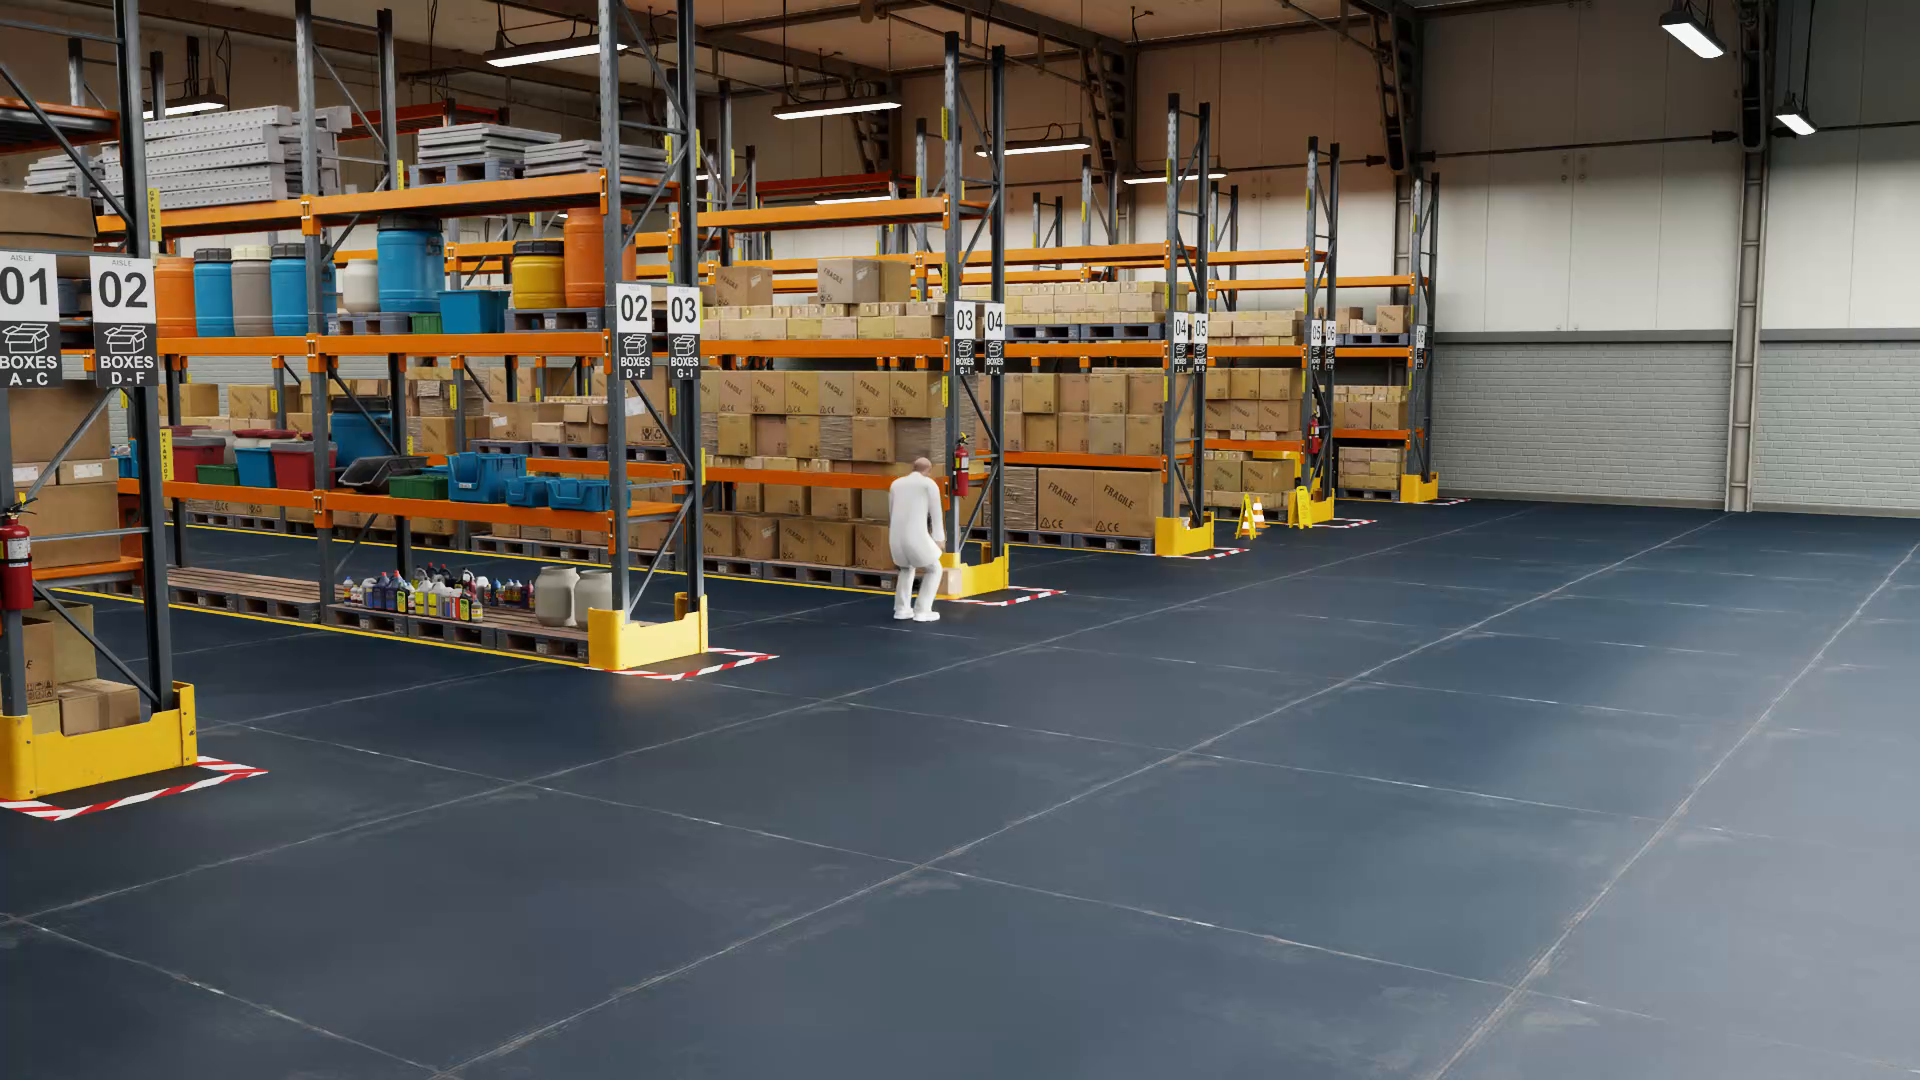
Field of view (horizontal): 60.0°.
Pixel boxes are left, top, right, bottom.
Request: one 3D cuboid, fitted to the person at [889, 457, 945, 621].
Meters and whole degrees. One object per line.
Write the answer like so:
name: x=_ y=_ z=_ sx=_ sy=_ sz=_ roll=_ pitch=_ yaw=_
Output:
person: x=-0.465 y=-0.007 z=16.570 sx=0.621 sy=1.606 sz=0.564 roll=4 pitch=7 yaw=34
